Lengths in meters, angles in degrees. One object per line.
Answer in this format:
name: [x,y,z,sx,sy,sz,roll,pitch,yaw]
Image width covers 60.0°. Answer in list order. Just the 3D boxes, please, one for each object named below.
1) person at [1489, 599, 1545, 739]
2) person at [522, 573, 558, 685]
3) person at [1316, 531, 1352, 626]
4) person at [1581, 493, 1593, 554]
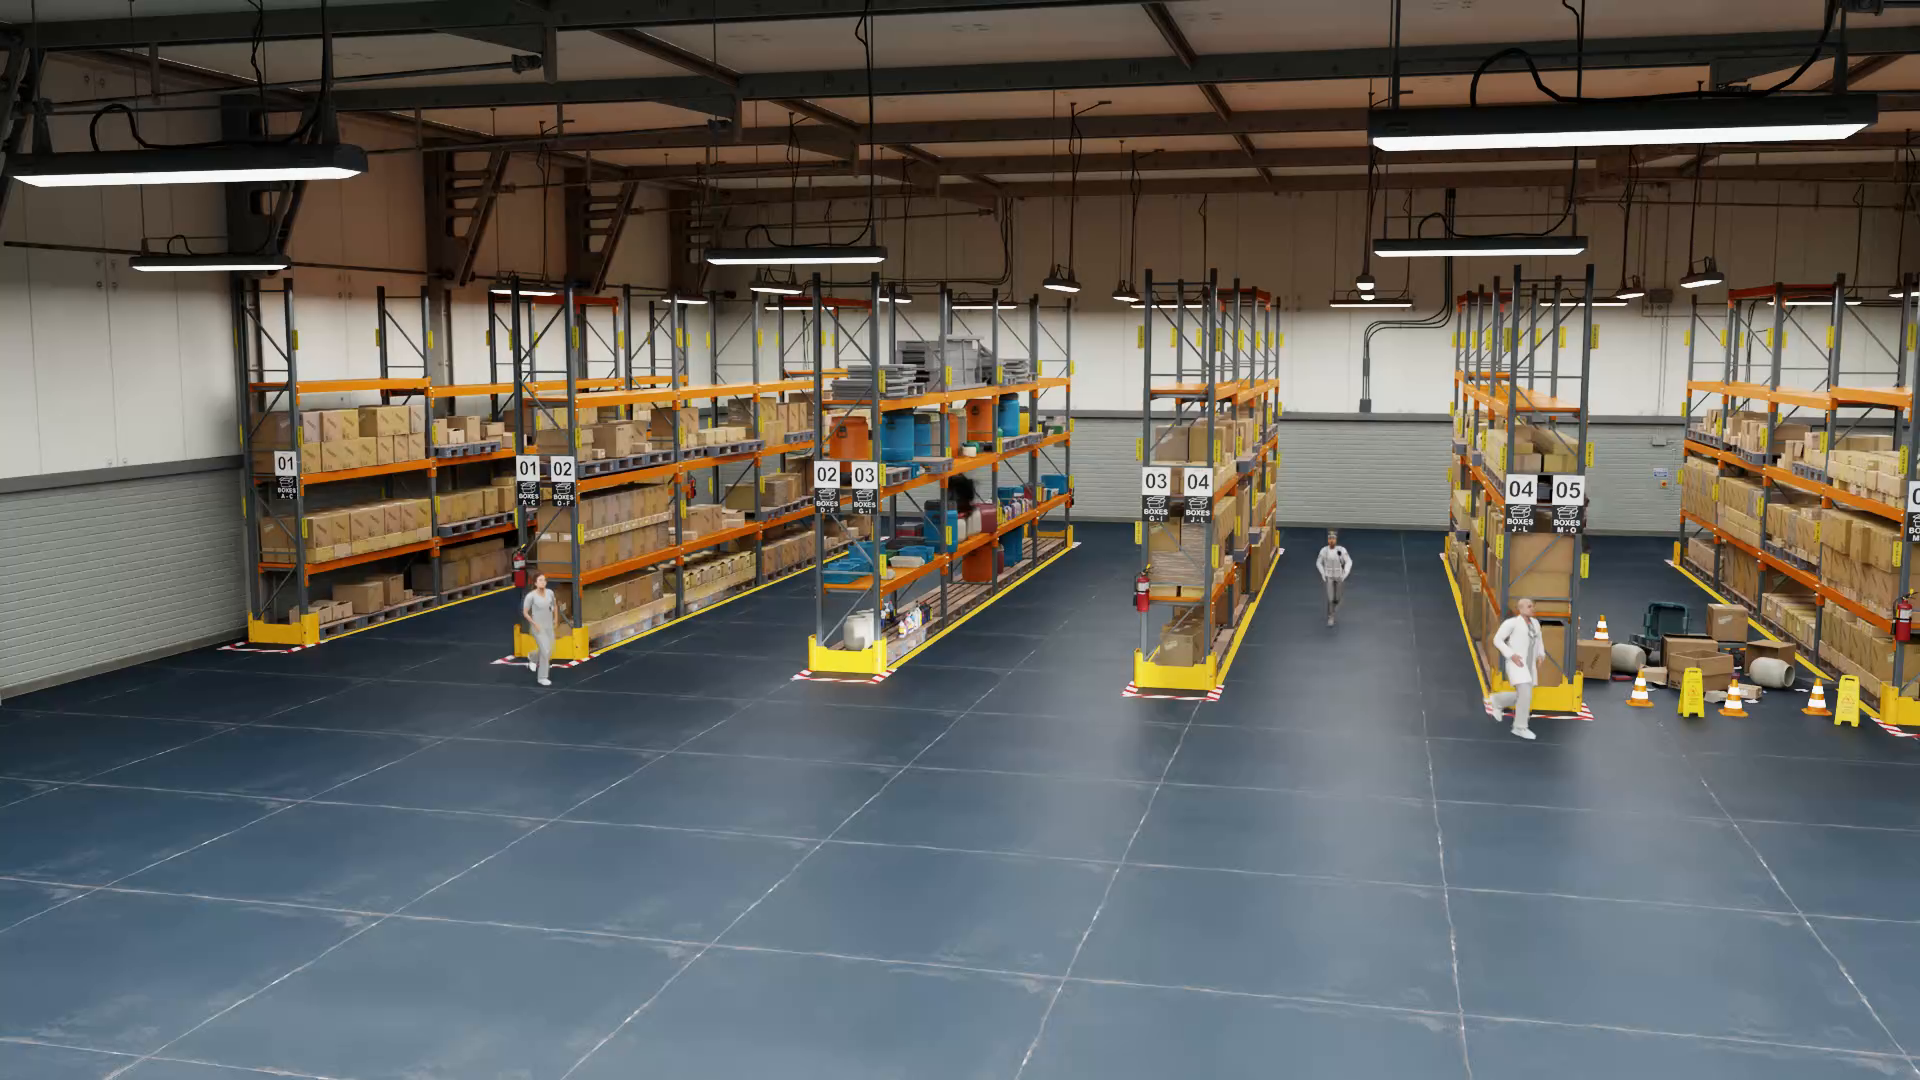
person: [7.152,1.611,21.317,0.752,1.756,0.833,-4,8,-28]
person: [-6.174,1.279,24.387,0.572,1.640,0.632,-7,10,-44]
person: [6.626,0.657,29.488,0.621,1.681,0.626,2,7,14]
person: [14.354,-0.520,38.811,0.850,1.738,0.731,2,7,19]
